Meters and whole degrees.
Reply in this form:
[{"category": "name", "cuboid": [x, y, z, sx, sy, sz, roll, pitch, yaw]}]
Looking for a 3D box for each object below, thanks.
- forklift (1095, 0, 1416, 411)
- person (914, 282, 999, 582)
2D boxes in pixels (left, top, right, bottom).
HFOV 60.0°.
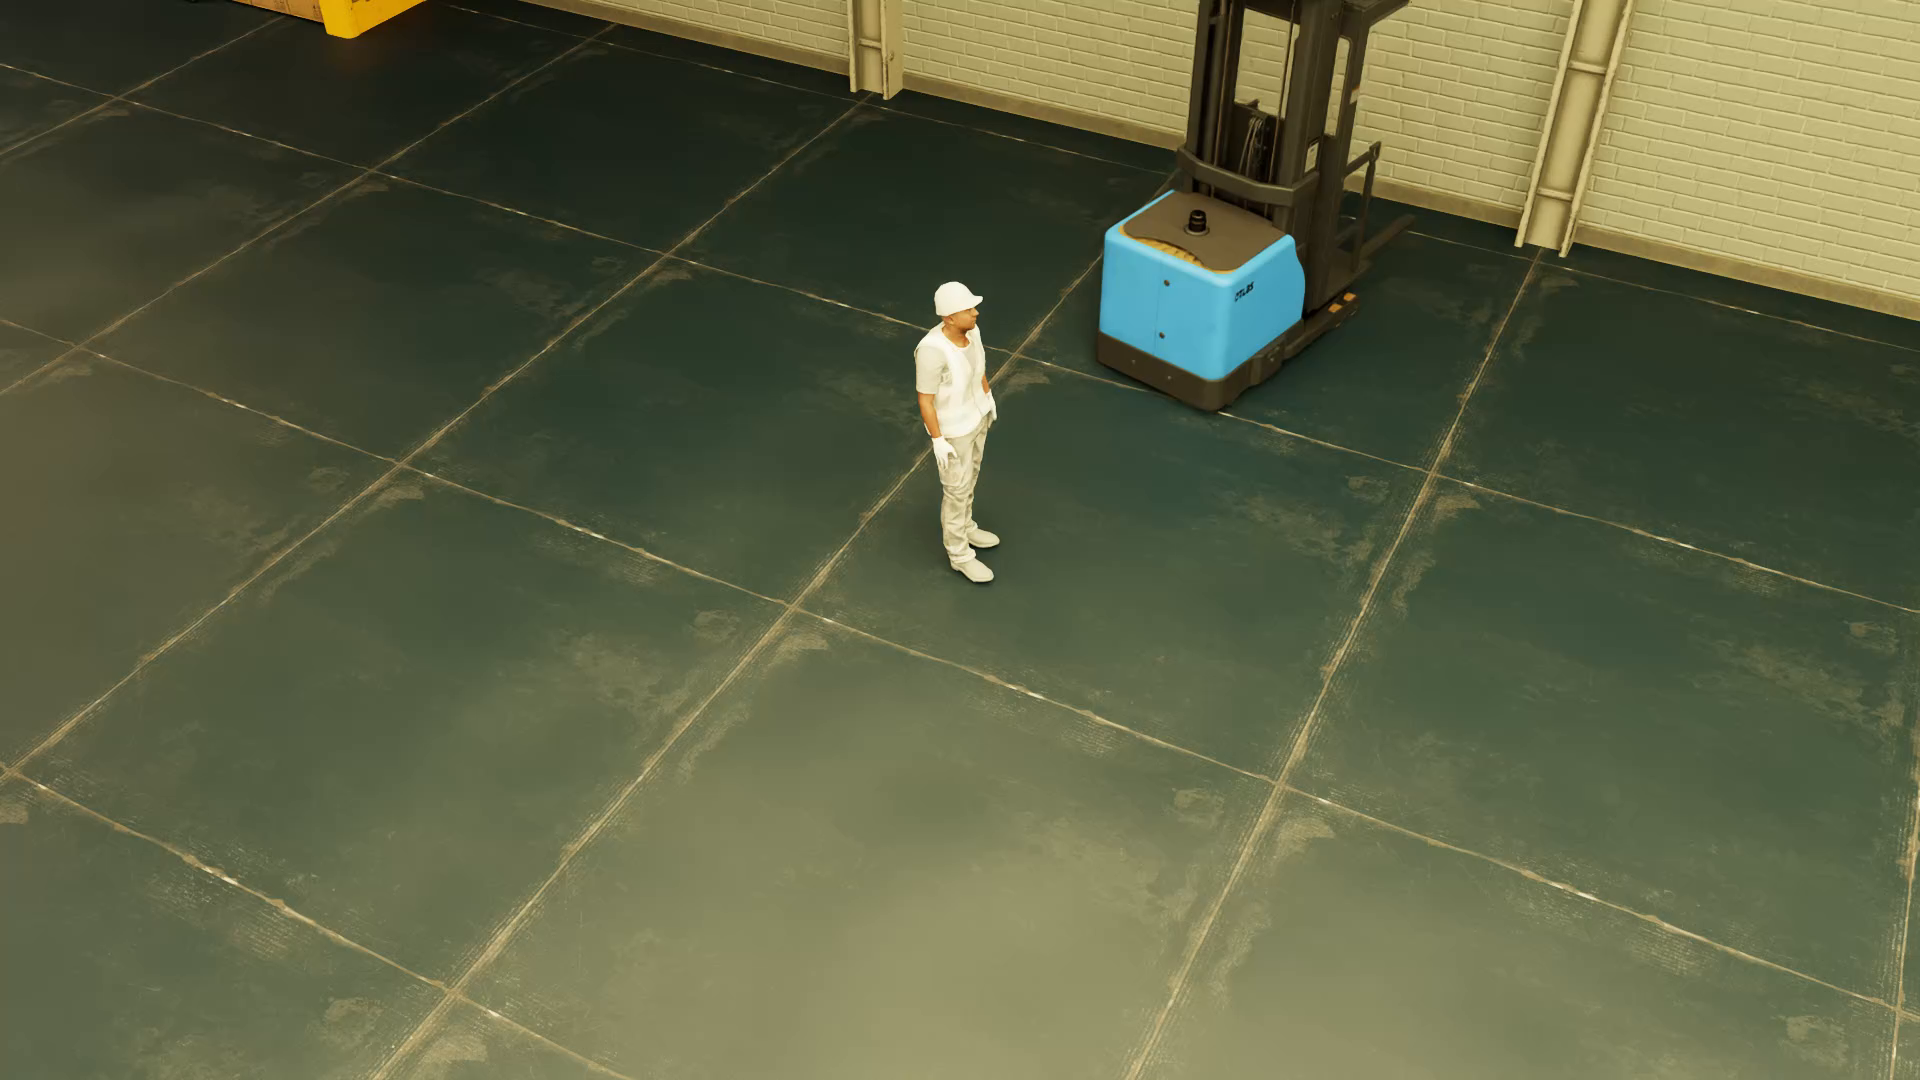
[{"category": "forklift", "cuboid": [2.293, -2.865, 11.388, 1.130, 2.935, 3.031, 29, 48, 30]}, {"category": "person", "cuboid": [0.060, -0.661, 9.651, 0.575, 1.785, 0.657, 18, 43, 21]}]
